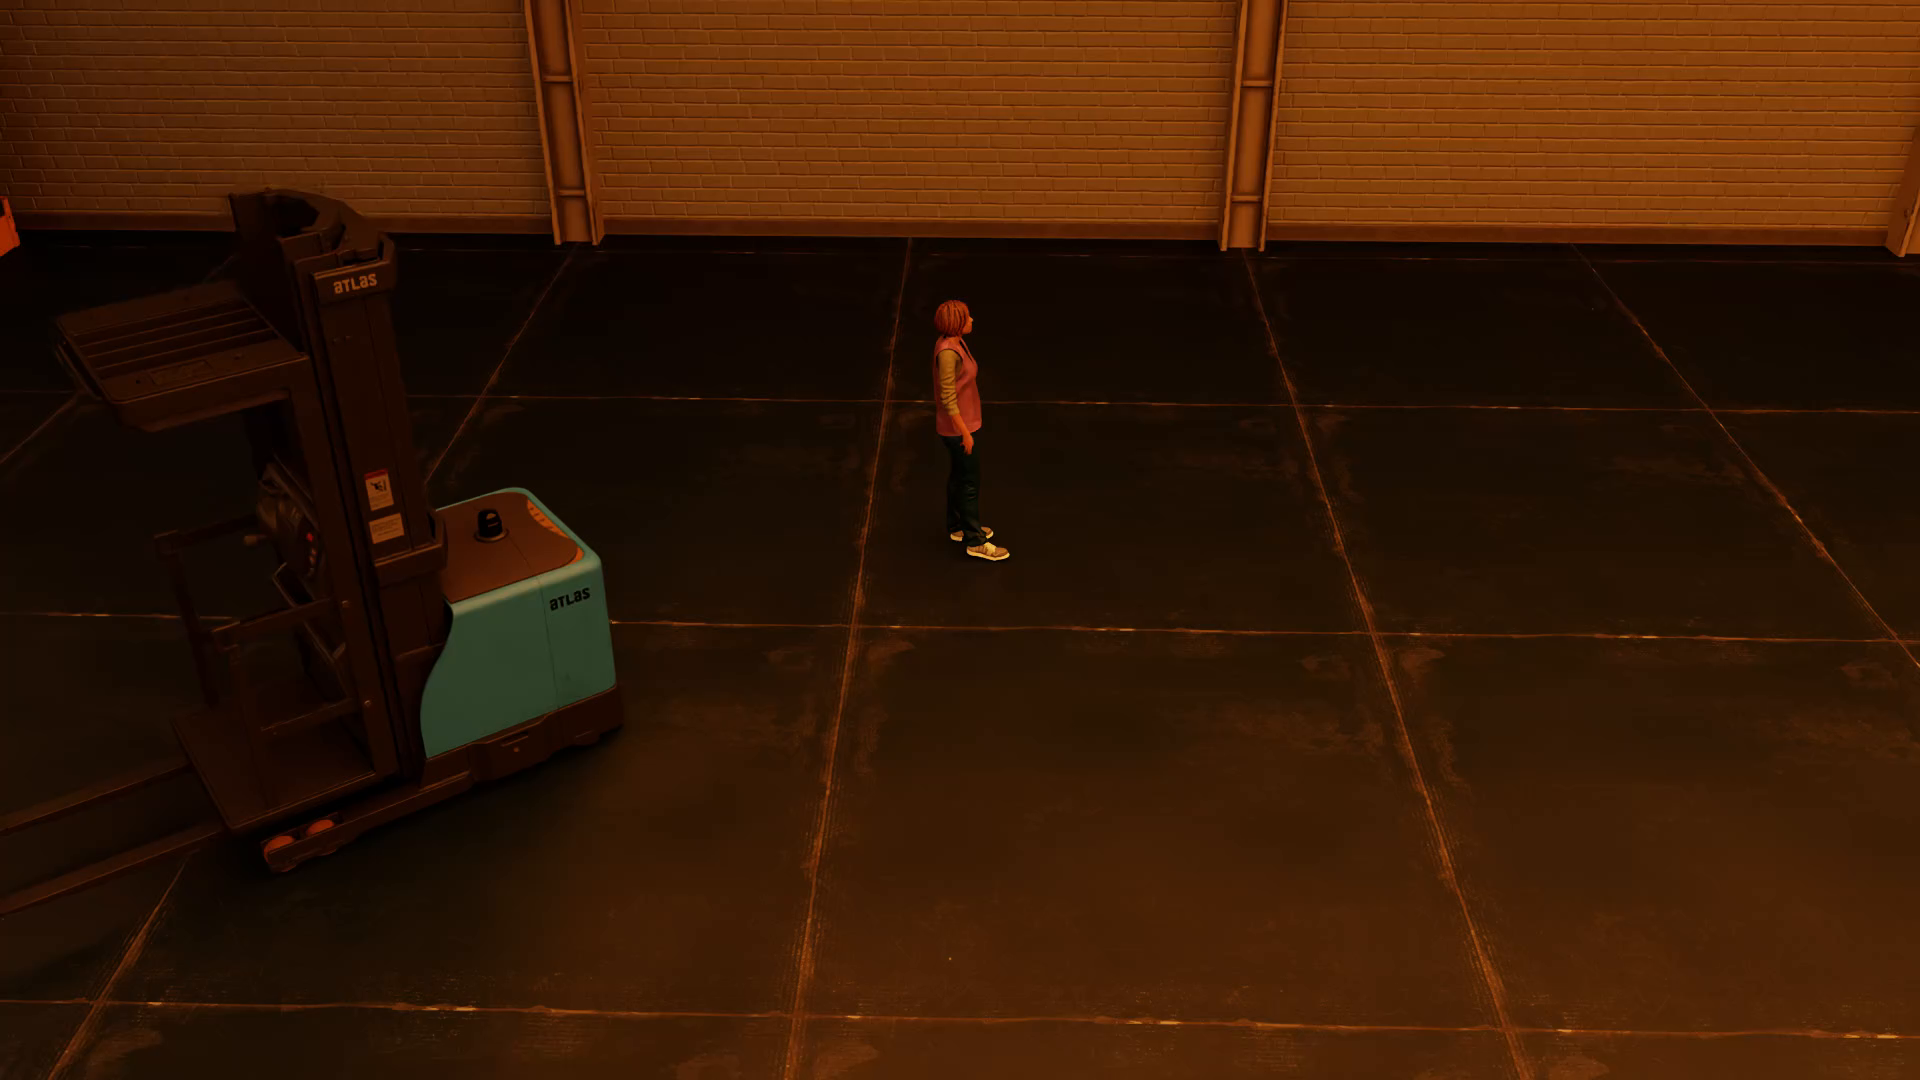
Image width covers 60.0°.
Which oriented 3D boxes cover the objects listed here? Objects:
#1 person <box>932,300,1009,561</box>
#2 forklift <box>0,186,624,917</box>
[{"bbox_3d":[0.074,-0.686,10.077,0.473,1.599,0.521,1,31,1],"label":"person"},{"bbox_3d":[-3.259,-0.003,7.620,3.031,2.935,1.130,-21,36,-31],"label":"forklift"}]
